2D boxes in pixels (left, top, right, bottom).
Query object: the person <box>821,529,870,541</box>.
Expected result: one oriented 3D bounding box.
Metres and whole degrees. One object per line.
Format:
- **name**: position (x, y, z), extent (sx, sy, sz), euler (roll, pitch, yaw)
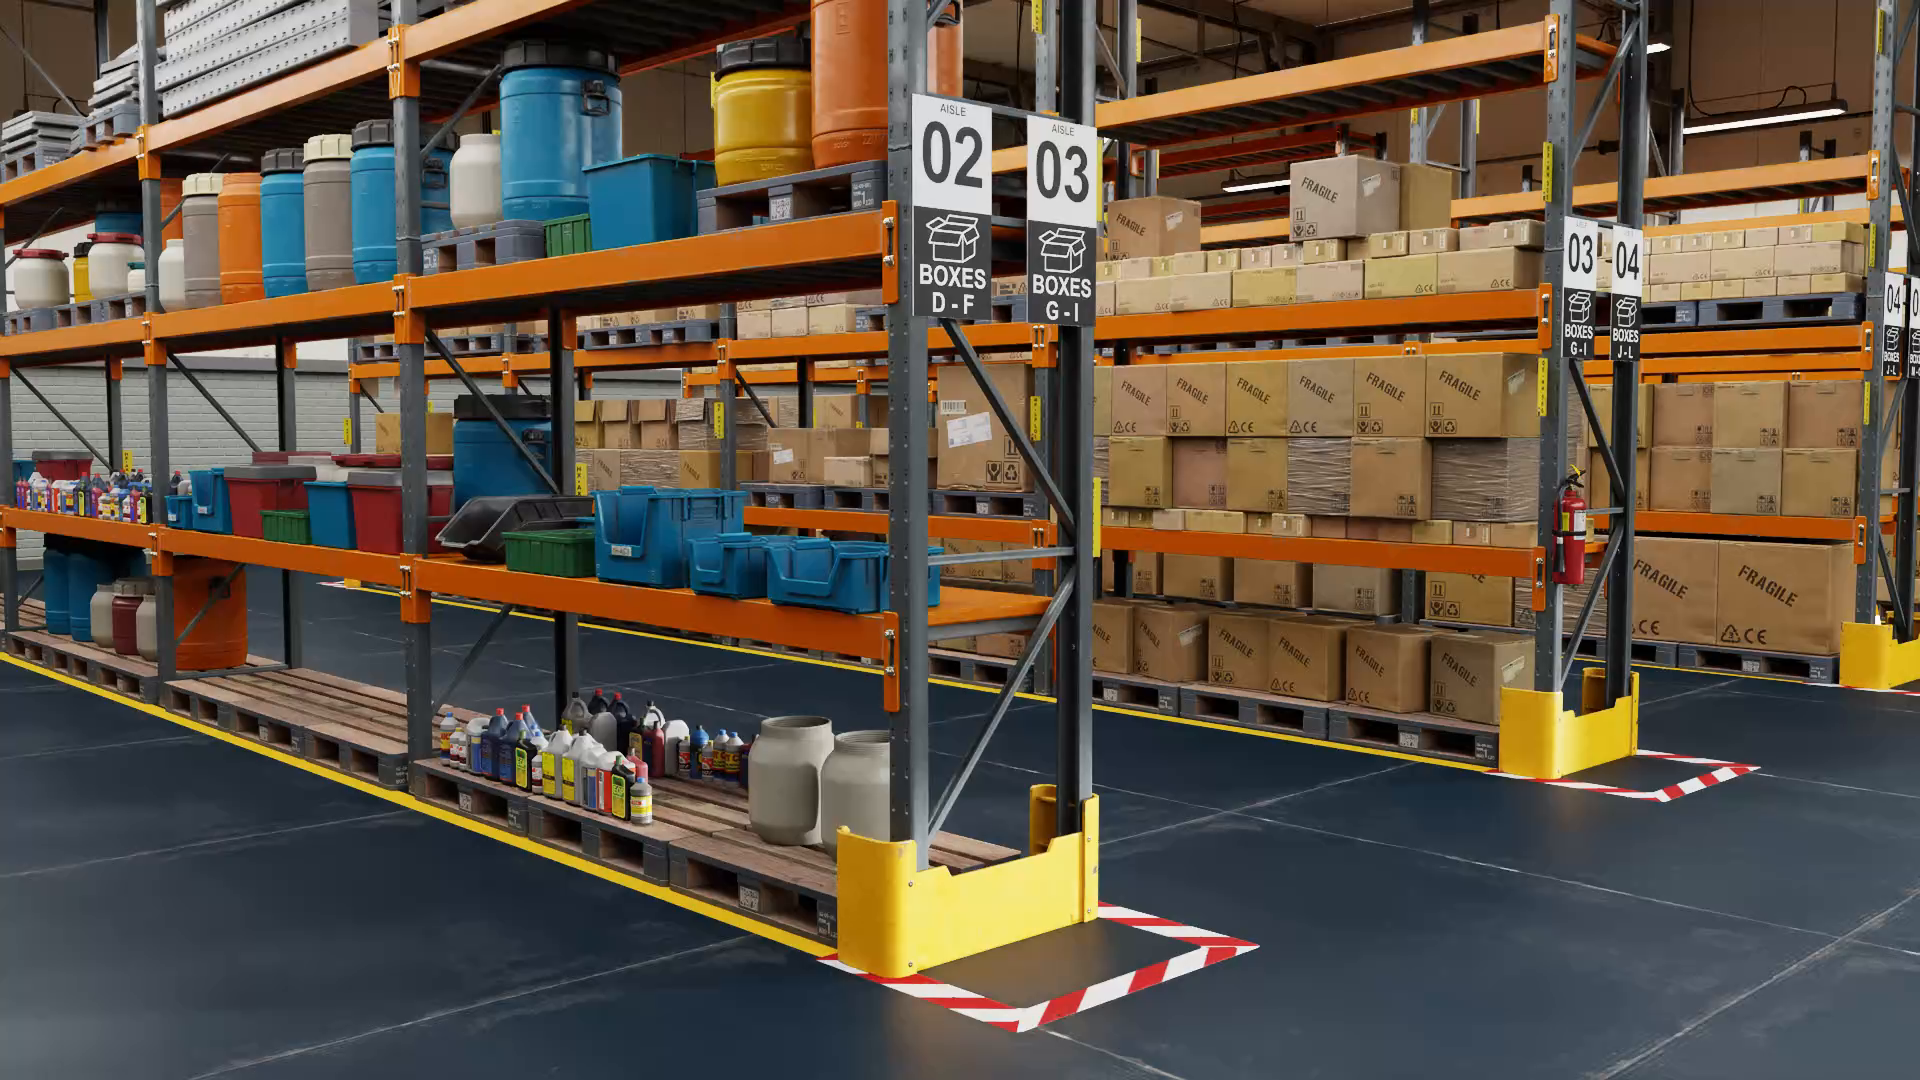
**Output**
- **person**: position (-1.188, -0.049, 17.468), extent (0.642, 1.774, 0.422), euler (-4, 5, -44)
